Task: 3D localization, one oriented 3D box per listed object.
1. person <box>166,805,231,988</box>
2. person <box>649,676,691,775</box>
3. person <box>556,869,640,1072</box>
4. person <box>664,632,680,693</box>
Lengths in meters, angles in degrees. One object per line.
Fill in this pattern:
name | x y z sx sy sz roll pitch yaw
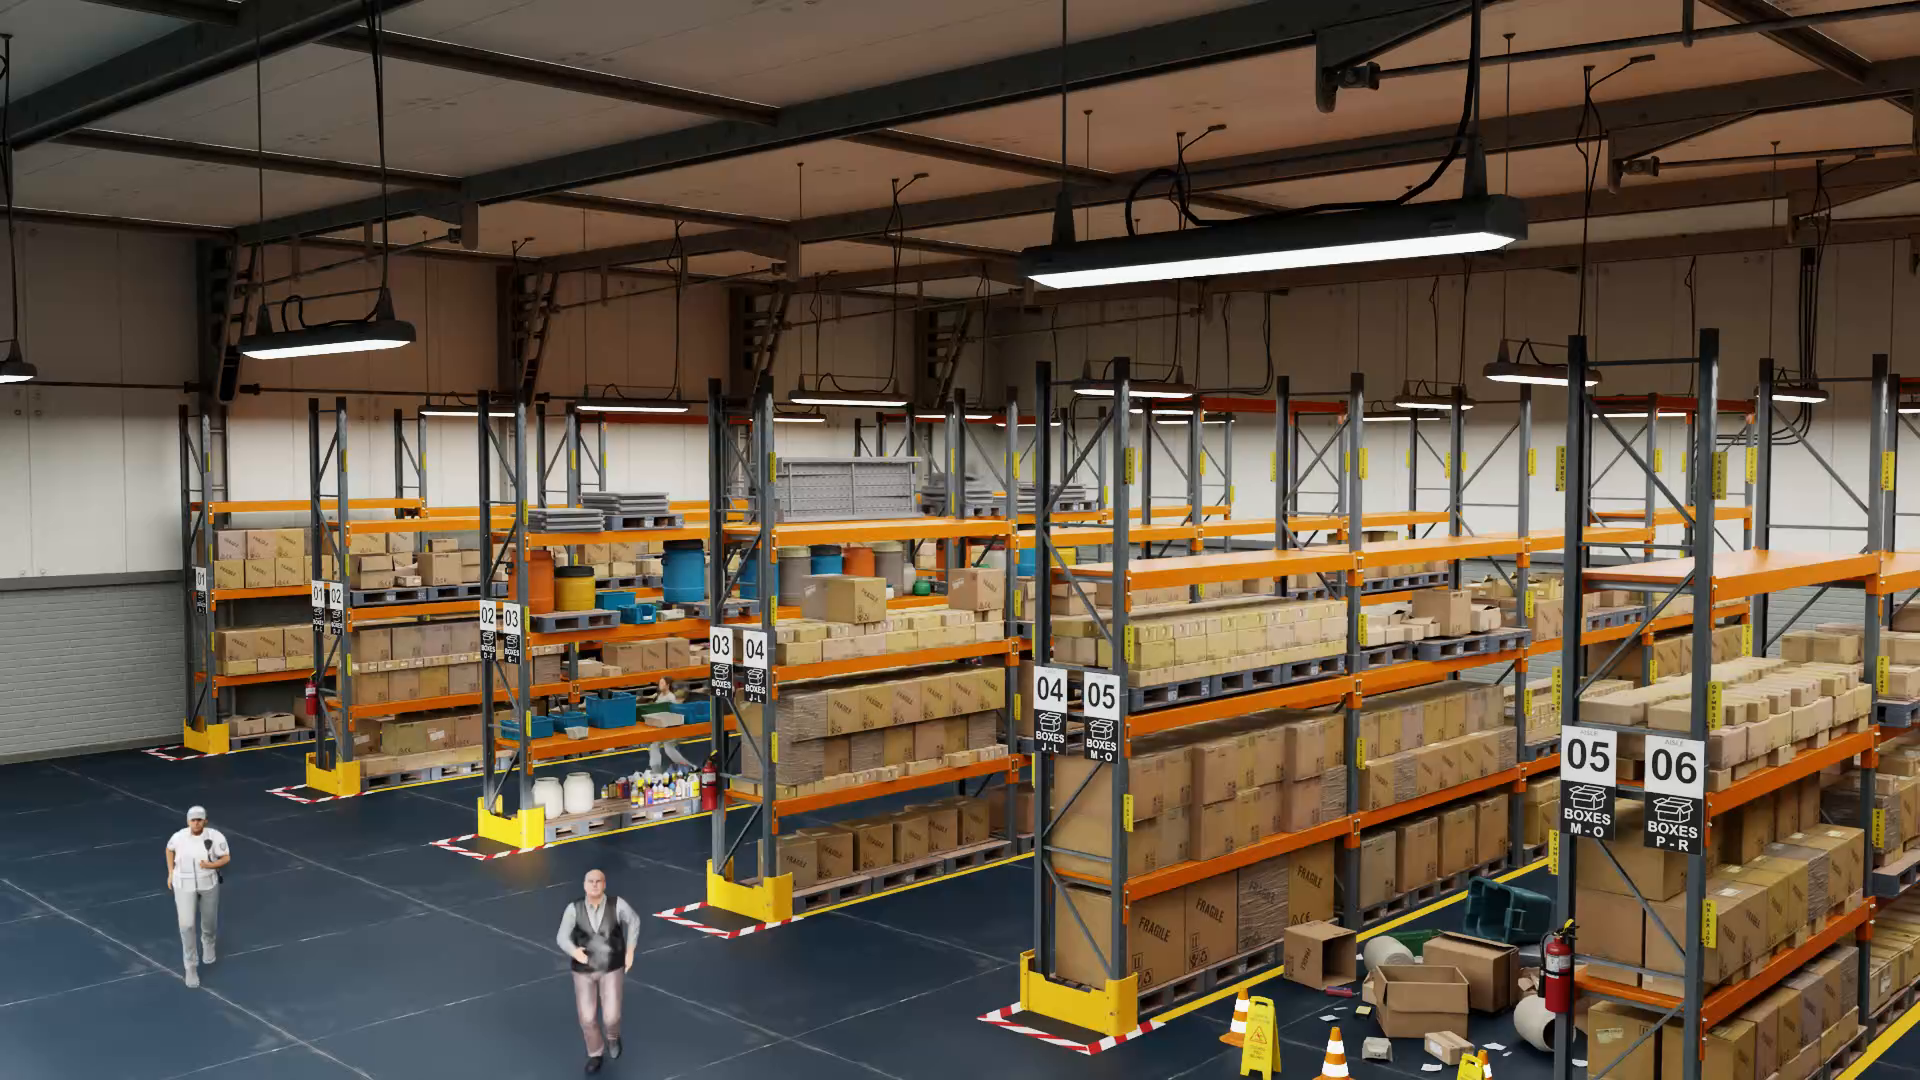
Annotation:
person | -7.512 3.457 16.416 0.580 1.711 0.826 -1 3 -24
person | -4.571 2.953 25.911 0.827 1.690 0.560 -3 4 -44
person | -3.003 3.586 13.782 0.677 1.697 0.594 0 3 -8
person | -5.685 2.547 32.908 0.682 1.740 0.903 2 3 30
